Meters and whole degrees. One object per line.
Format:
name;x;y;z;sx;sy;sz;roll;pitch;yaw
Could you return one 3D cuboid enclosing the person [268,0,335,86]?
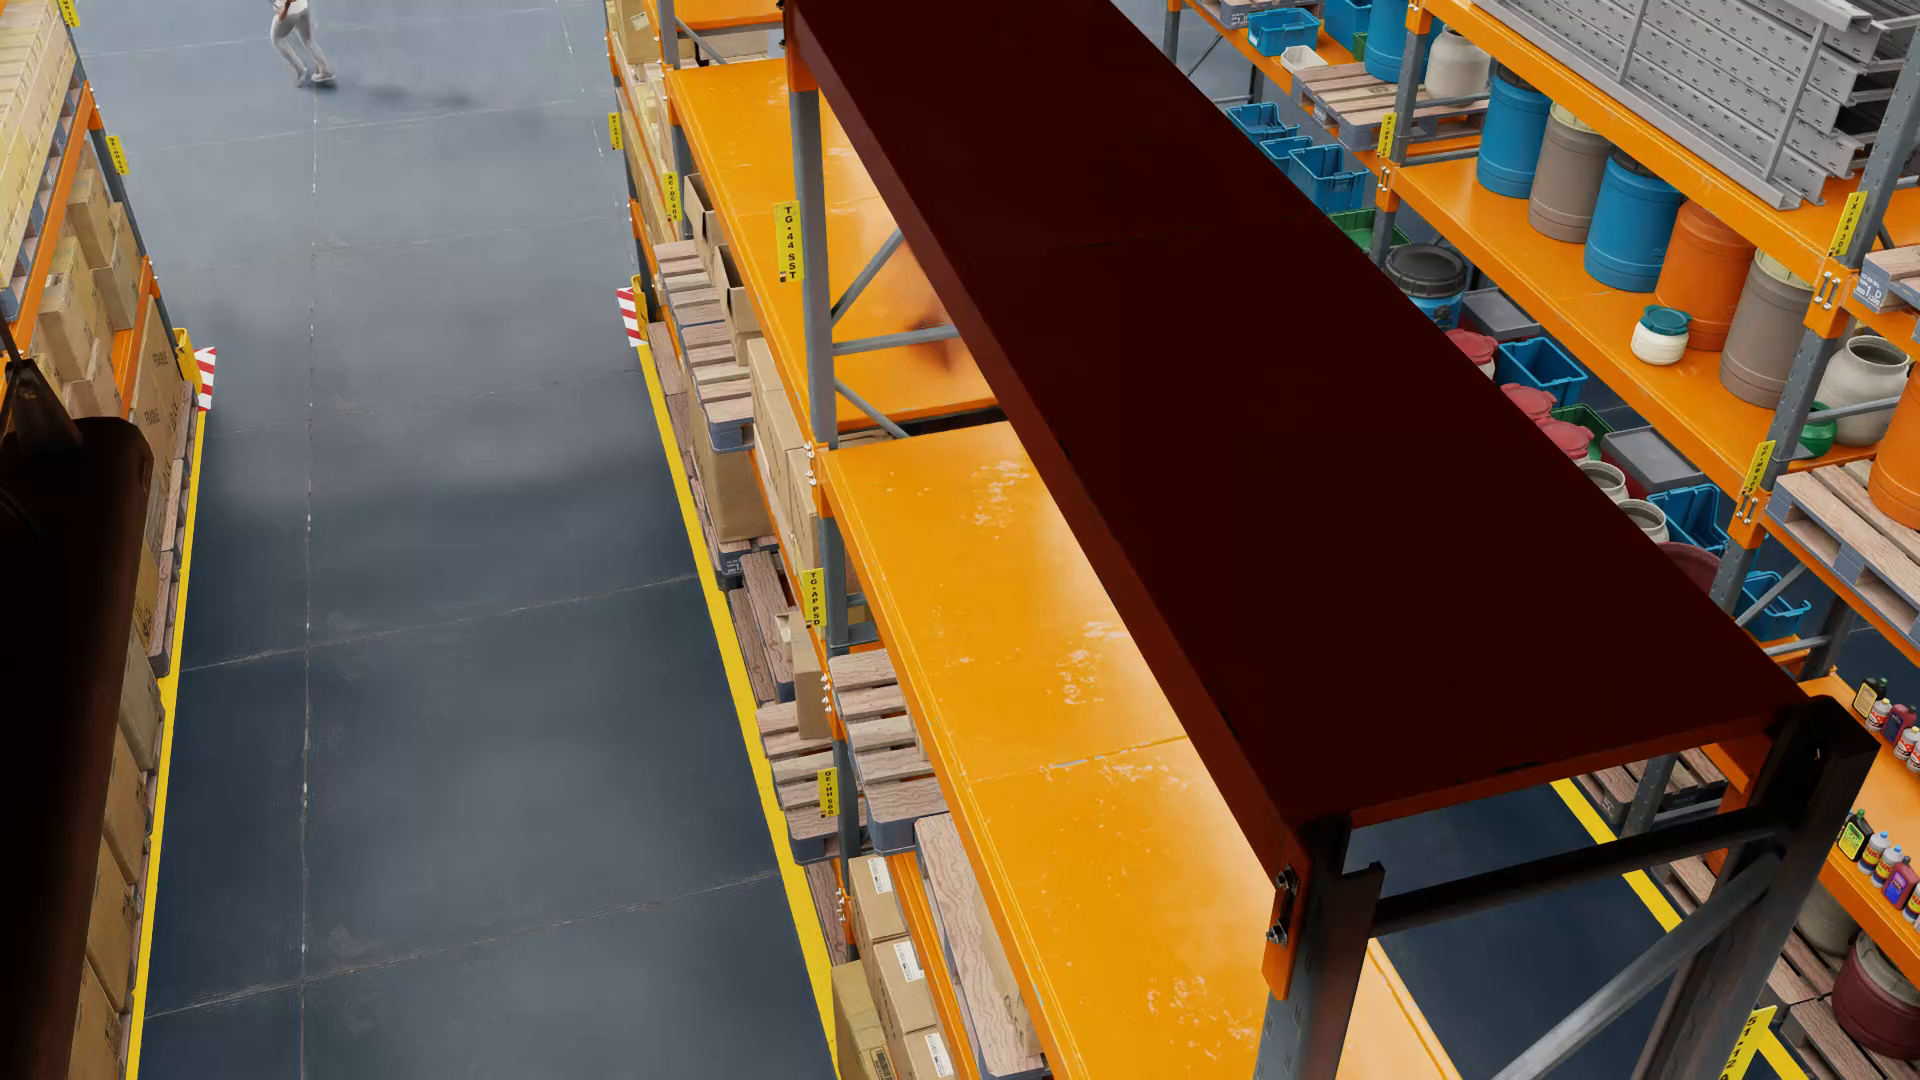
person;-7.701;-6.058;19.115;0.688;1.706;0.544;12;40;14
